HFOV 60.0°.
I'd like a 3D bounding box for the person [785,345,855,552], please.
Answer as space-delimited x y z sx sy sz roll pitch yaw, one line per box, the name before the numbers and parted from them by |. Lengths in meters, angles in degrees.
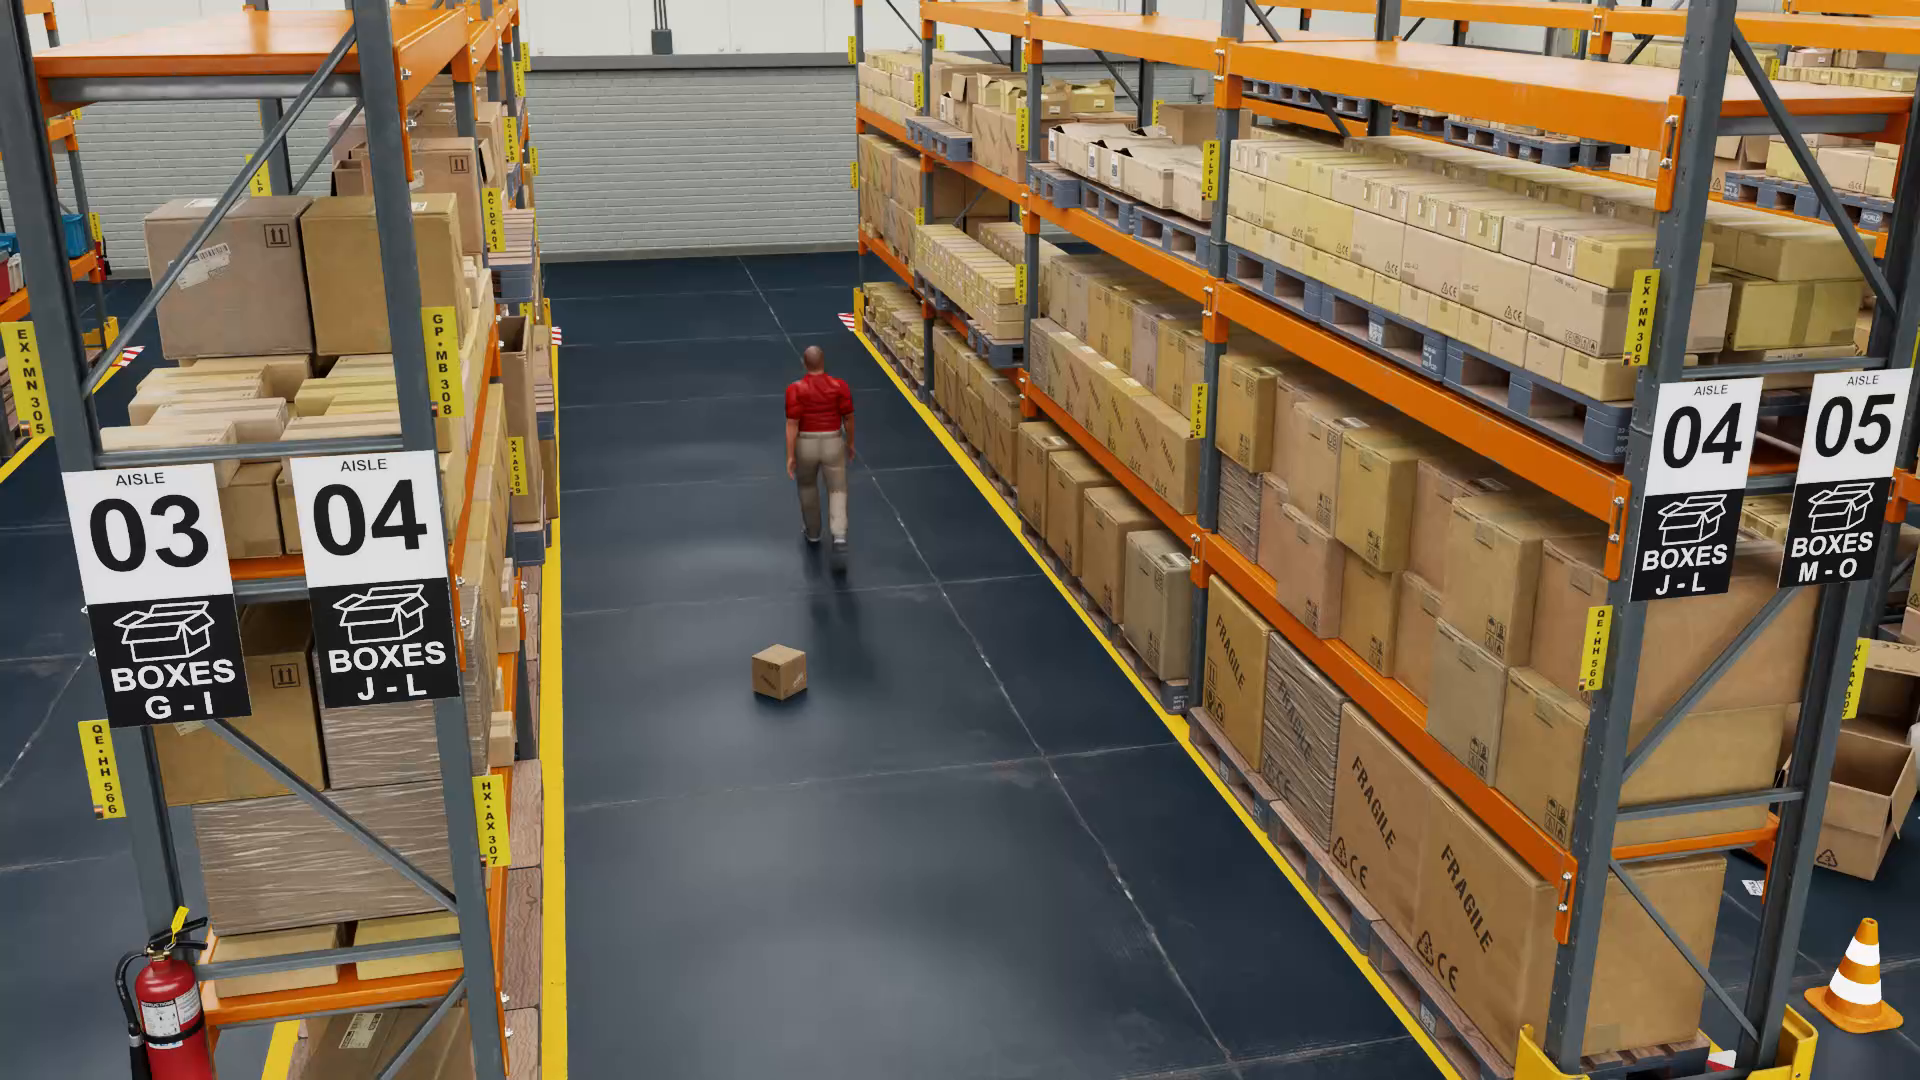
person | -1.097 -0.720 13.130 0.553 1.676 0.969 -2 20 -6
